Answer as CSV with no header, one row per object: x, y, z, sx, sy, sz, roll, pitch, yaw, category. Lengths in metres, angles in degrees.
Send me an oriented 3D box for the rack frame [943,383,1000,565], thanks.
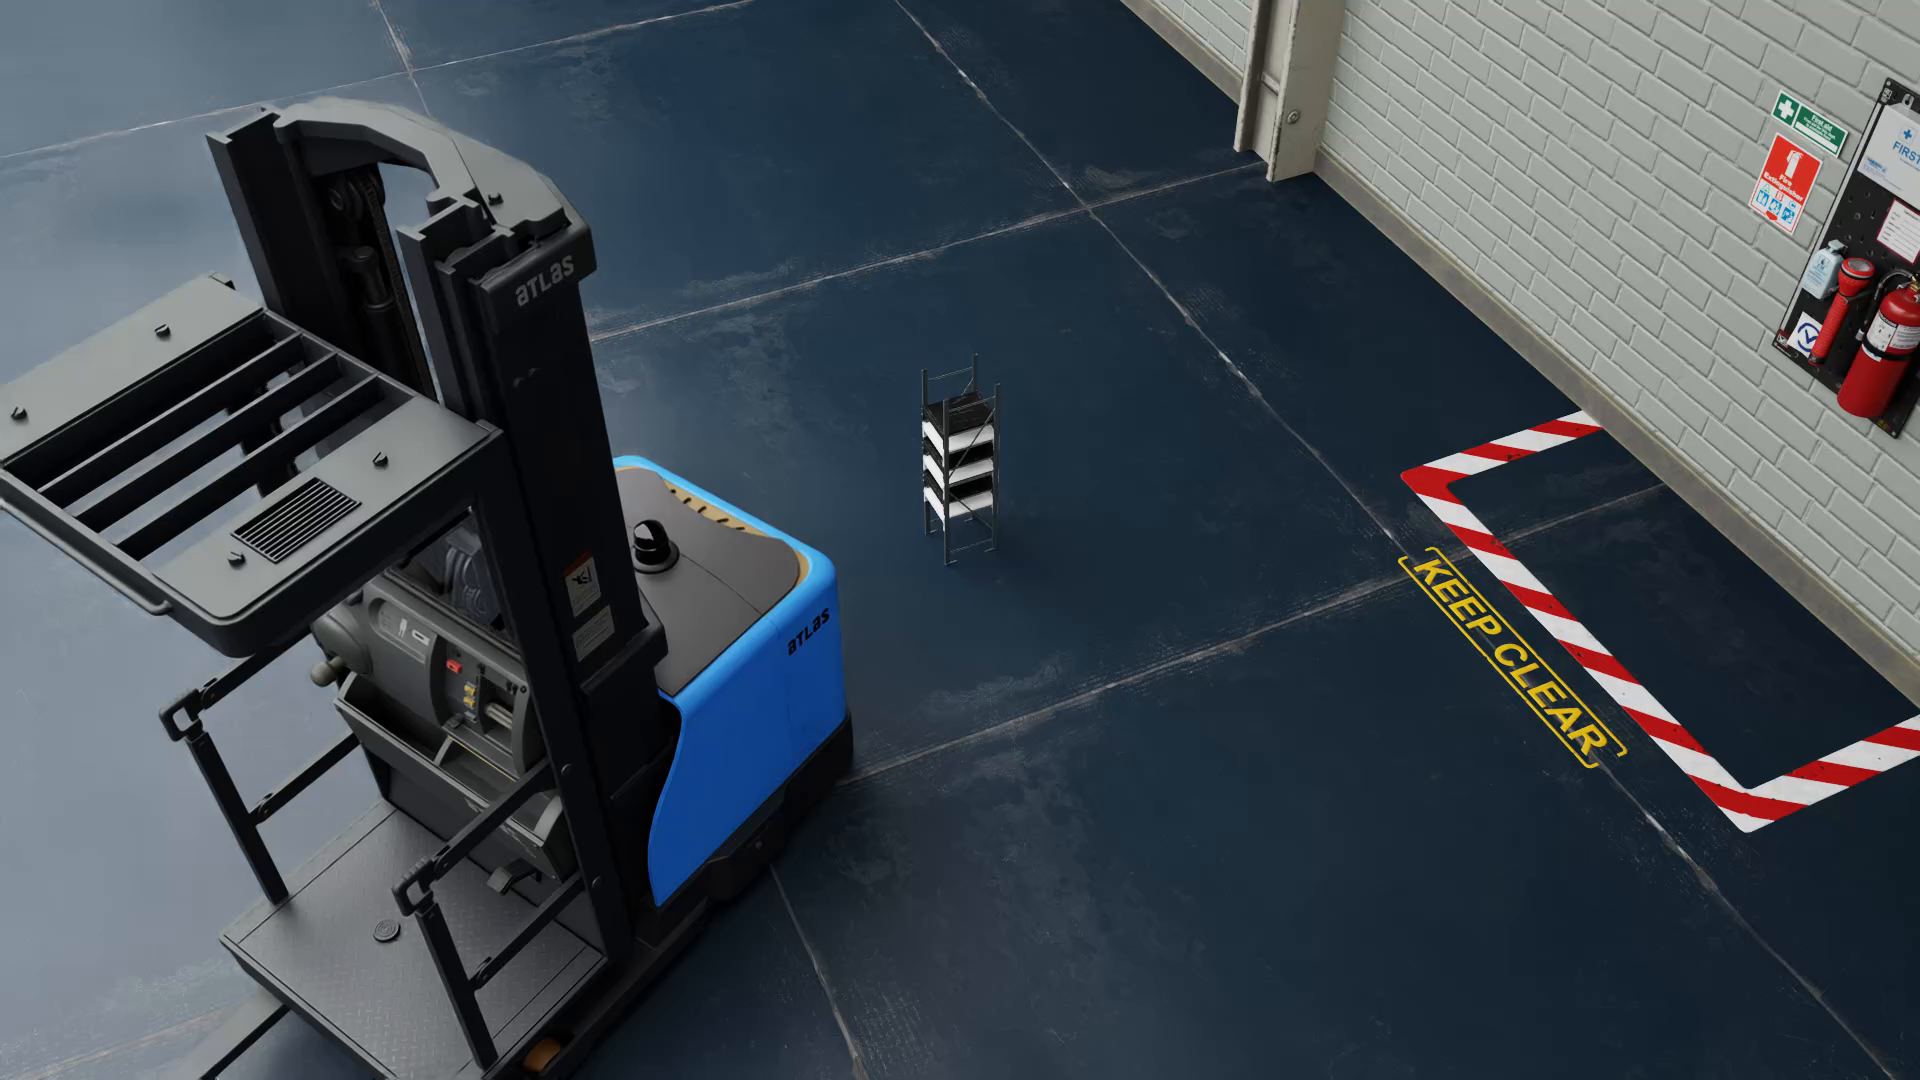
0.046,-0.250,6.732,0.240,0.900,0.006,-18,47,-17,rack frame

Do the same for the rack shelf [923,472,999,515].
0.003,-0.227,6.884,0.258,0.077,0.200,-18,47,-17,rack shelf

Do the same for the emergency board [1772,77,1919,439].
3.278,-0.960,5.956,0.194,1.169,0.643,-18,47,-17,emergency board

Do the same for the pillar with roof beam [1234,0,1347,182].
-2.147,-4.061,4.828,9.100,9.000,0.400,-18,47,-17,pillar with roof beam

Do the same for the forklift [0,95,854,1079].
-1.668,0.431,4.595,1.130,2.935,3.031,27,51,25,forklift

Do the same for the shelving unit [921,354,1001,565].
0.003,-0.315,6.798,0.258,0.900,0.210,-18,47,-17,shelving unit

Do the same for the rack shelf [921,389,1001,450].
0.003,-0.484,6.631,0.258,0.077,0.200,-18,47,-17,rack shelf

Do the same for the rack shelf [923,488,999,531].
0.003,-0.163,6.947,0.258,0.077,0.200,-18,47,-17,rack shelf

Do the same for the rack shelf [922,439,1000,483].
0.003,-0.355,6.758,0.258,0.077,0.200,-18,47,-17,rack shelf

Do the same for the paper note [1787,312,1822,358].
3.266,-0.779,6.400,0.016,0.148,0.142,-18,47,-17,paper note

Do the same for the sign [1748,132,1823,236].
3.139,-1.355,6.331,0.001,0.329,0.234,-18,47,-17,sign

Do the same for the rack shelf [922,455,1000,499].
0.003,-0.291,6.821,0.258,0.077,0.200,-18,47,-17,rack shelf

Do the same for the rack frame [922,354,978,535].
-0.039,-0.380,6.863,0.240,0.900,0.006,-18,47,-17,rack frame

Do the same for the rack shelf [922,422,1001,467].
0.003,-0.420,6.695,0.258,0.077,0.200,-18,47,-17,rack shelf

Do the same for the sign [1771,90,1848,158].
3.132,-1.538,6.139,0.001,0.109,0.331,-18,47,-17,sign
